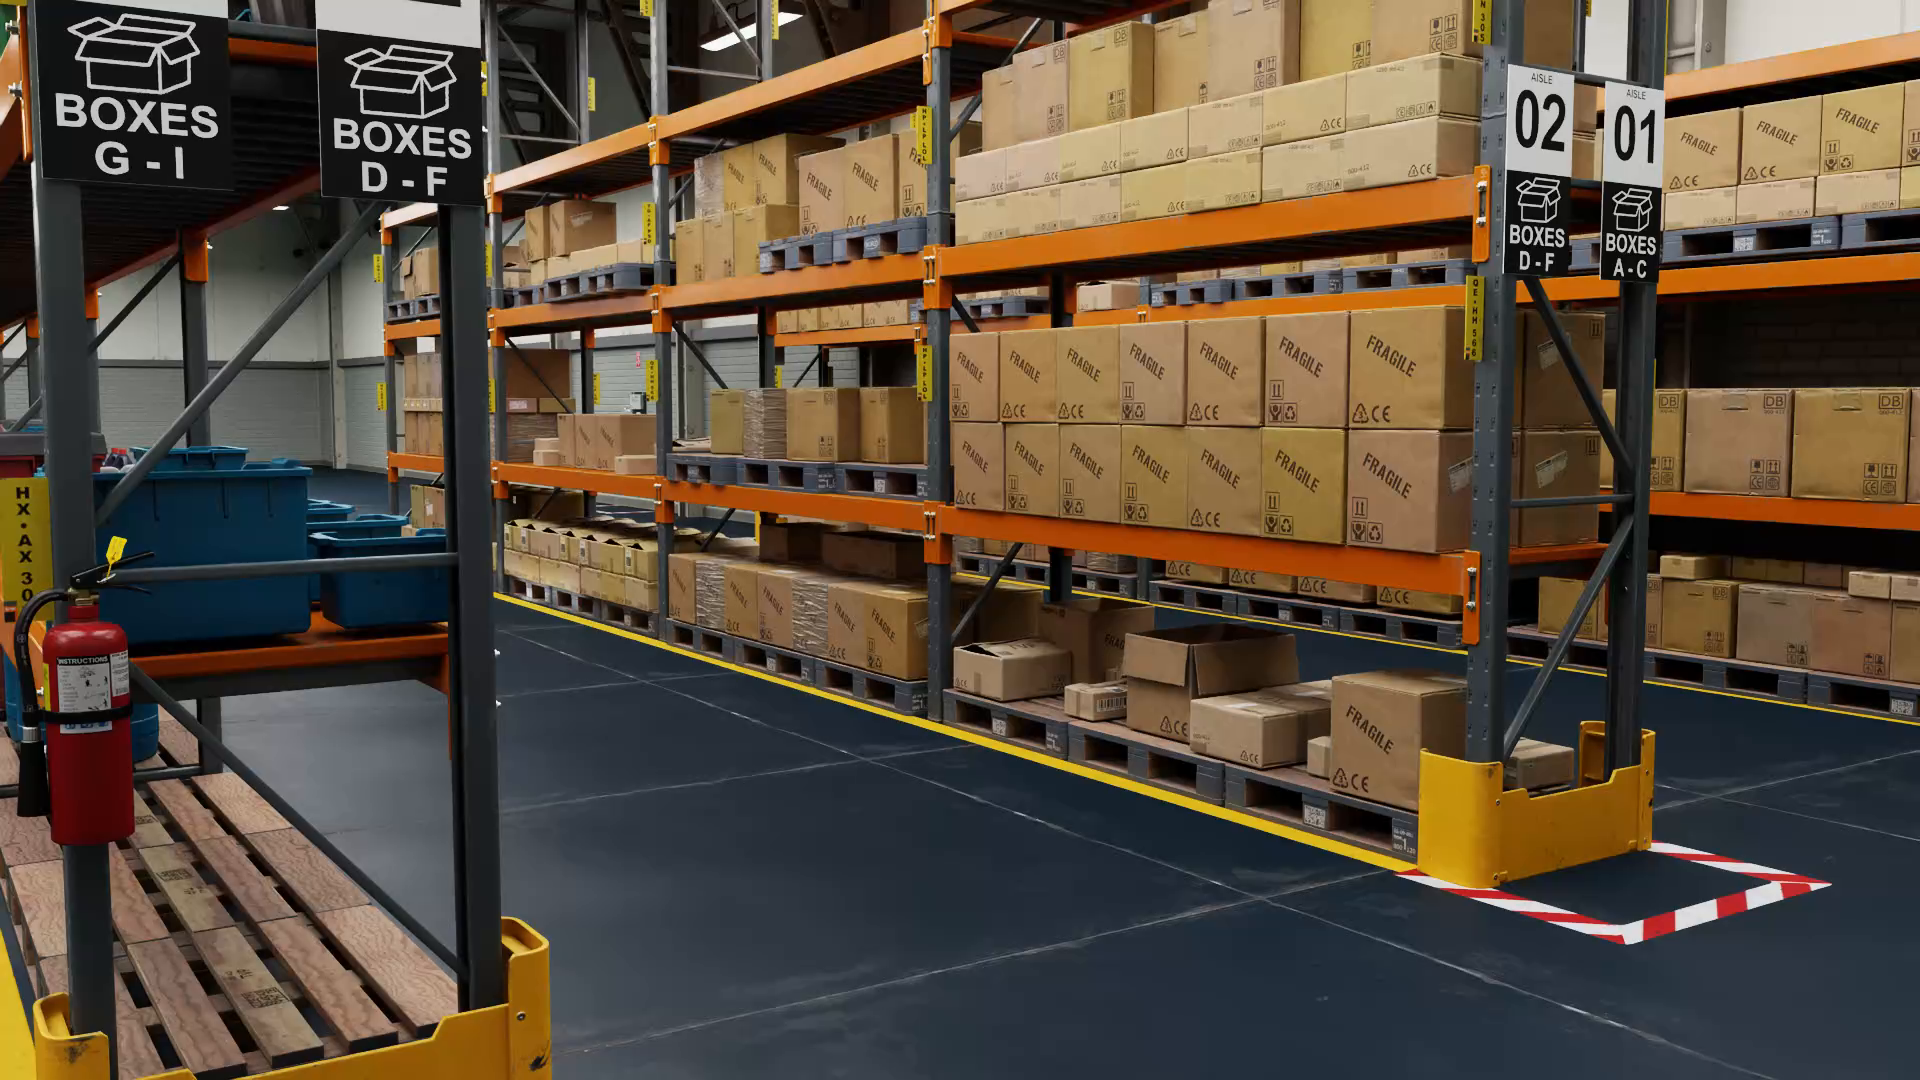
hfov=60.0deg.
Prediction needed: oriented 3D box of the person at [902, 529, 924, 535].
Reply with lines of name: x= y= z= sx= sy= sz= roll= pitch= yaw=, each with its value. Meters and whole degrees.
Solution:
person: x=-0.331 y=-0.170 z=15.191 sx=0.481 sy=1.676 sz=0.390 roll=-3 pitch=6 yaw=-33
